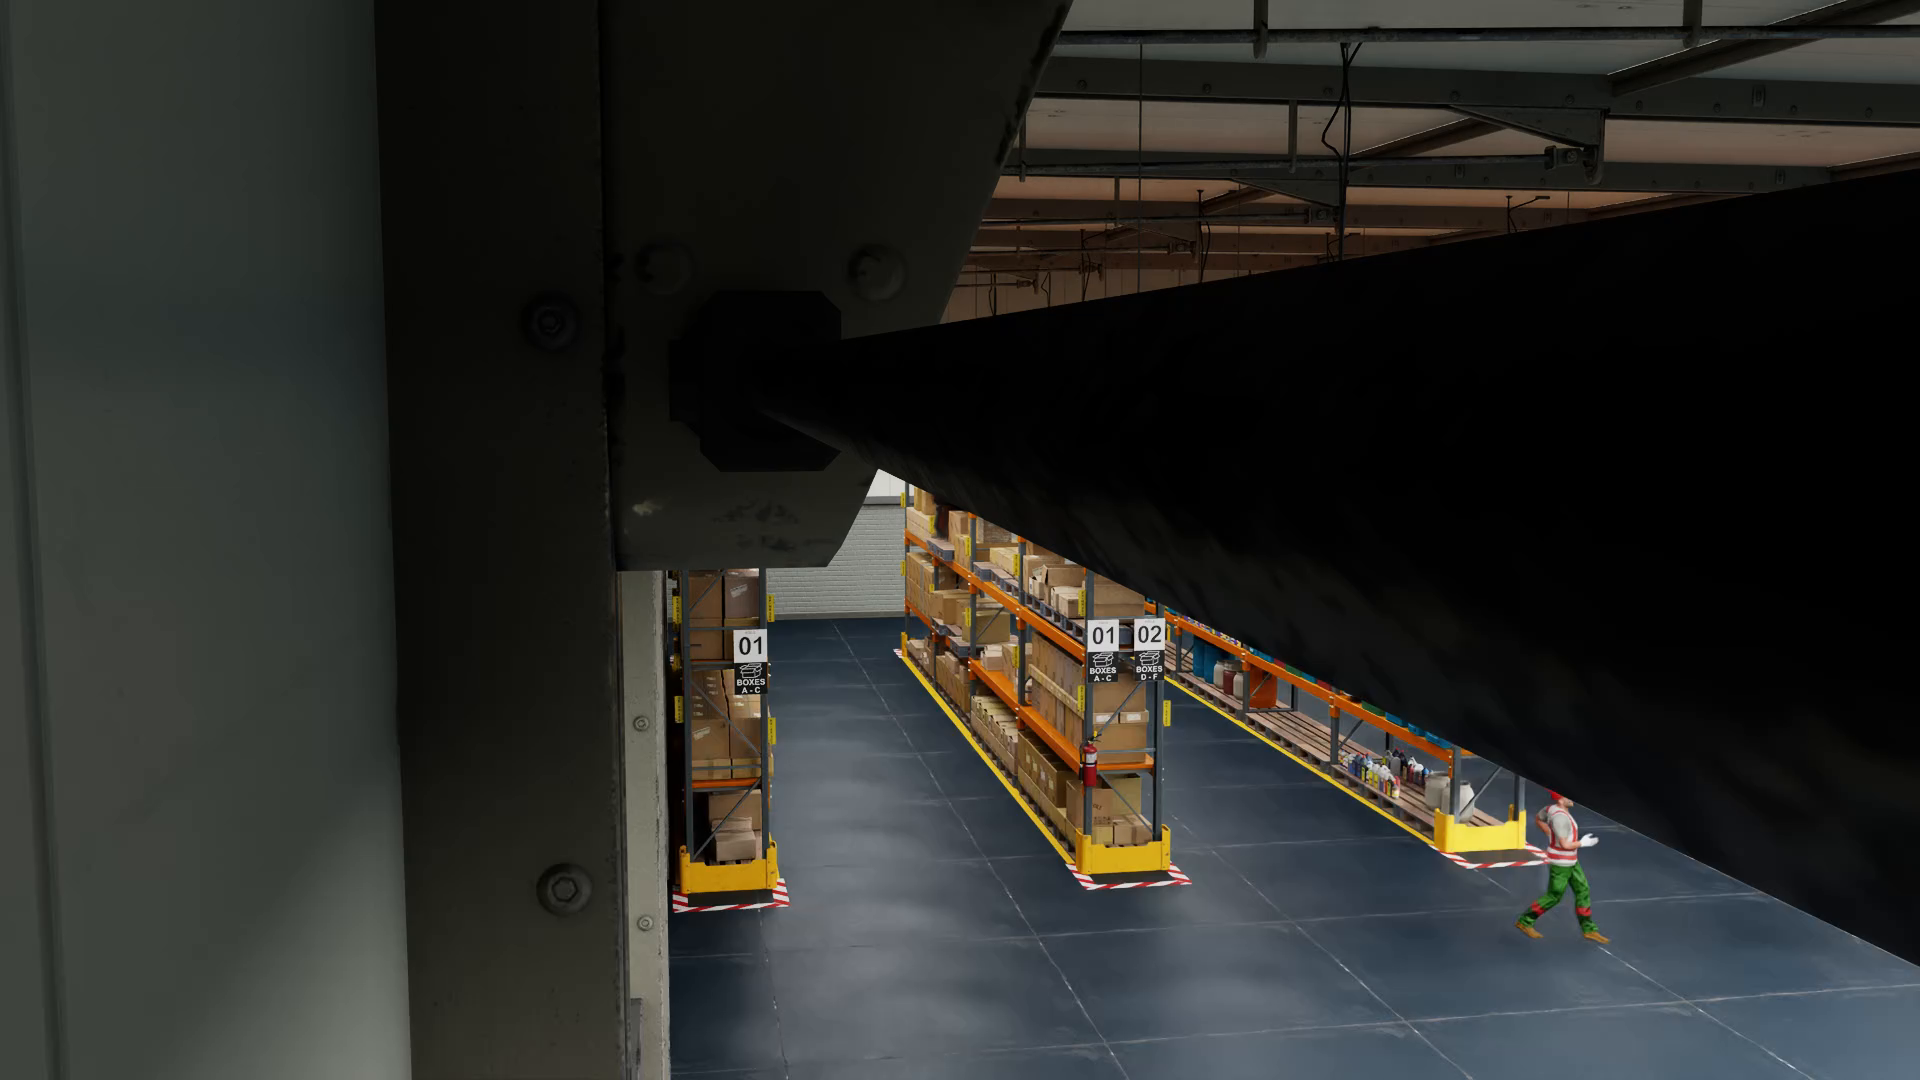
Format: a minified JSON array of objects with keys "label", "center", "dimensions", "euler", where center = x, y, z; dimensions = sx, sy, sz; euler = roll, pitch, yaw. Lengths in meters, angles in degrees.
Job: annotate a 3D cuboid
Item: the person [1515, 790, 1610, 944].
[{"label":"person","center":[6.645,3.535,18.255],"dimensions":[0.992,1.775,0.670],"euler":[2,6,21]}]
